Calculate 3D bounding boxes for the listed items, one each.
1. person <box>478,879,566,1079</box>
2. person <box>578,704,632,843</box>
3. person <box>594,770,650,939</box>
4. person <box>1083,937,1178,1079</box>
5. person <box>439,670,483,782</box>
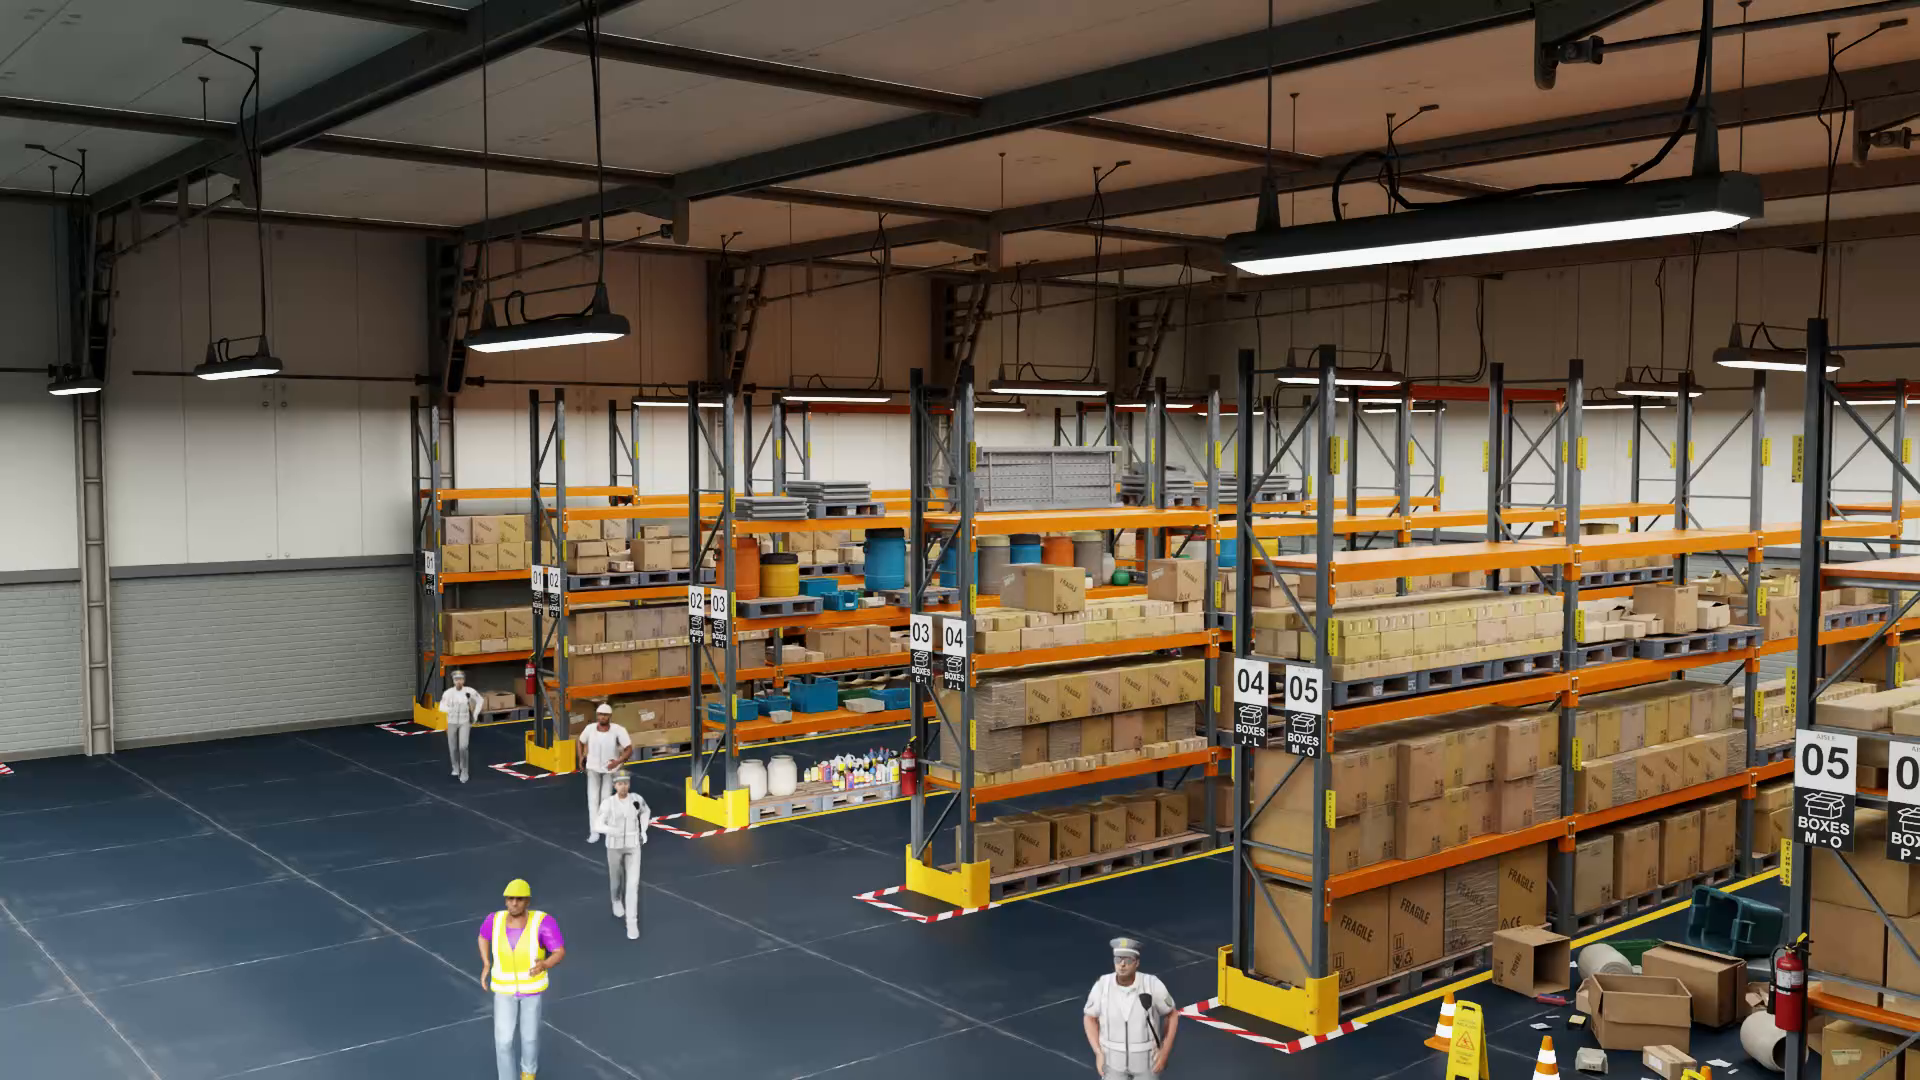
[{"bbox_3d":[-3.413,3.530,12.933,0.670,1.828,0.775,-1,3,-11],"label":"person"},{"bbox_3d":[-4.677,3.017,21.860,0.717,1.764,0.881,0,3,-2],"label":"person"},{"bbox_3d":[-3.554,3.258,17.568,0.612,1.703,0.919,-1,4,-17],"label":"person"},{"bbox_3d":[1.178,3.616,11.563,0.661,1.755,0.521,1,3,10],"label":"person"},{"bbox_3d":[-7.622,2.831,25.373,0.620,1.716,0.710,0,3,-8],"label":"person"}]
